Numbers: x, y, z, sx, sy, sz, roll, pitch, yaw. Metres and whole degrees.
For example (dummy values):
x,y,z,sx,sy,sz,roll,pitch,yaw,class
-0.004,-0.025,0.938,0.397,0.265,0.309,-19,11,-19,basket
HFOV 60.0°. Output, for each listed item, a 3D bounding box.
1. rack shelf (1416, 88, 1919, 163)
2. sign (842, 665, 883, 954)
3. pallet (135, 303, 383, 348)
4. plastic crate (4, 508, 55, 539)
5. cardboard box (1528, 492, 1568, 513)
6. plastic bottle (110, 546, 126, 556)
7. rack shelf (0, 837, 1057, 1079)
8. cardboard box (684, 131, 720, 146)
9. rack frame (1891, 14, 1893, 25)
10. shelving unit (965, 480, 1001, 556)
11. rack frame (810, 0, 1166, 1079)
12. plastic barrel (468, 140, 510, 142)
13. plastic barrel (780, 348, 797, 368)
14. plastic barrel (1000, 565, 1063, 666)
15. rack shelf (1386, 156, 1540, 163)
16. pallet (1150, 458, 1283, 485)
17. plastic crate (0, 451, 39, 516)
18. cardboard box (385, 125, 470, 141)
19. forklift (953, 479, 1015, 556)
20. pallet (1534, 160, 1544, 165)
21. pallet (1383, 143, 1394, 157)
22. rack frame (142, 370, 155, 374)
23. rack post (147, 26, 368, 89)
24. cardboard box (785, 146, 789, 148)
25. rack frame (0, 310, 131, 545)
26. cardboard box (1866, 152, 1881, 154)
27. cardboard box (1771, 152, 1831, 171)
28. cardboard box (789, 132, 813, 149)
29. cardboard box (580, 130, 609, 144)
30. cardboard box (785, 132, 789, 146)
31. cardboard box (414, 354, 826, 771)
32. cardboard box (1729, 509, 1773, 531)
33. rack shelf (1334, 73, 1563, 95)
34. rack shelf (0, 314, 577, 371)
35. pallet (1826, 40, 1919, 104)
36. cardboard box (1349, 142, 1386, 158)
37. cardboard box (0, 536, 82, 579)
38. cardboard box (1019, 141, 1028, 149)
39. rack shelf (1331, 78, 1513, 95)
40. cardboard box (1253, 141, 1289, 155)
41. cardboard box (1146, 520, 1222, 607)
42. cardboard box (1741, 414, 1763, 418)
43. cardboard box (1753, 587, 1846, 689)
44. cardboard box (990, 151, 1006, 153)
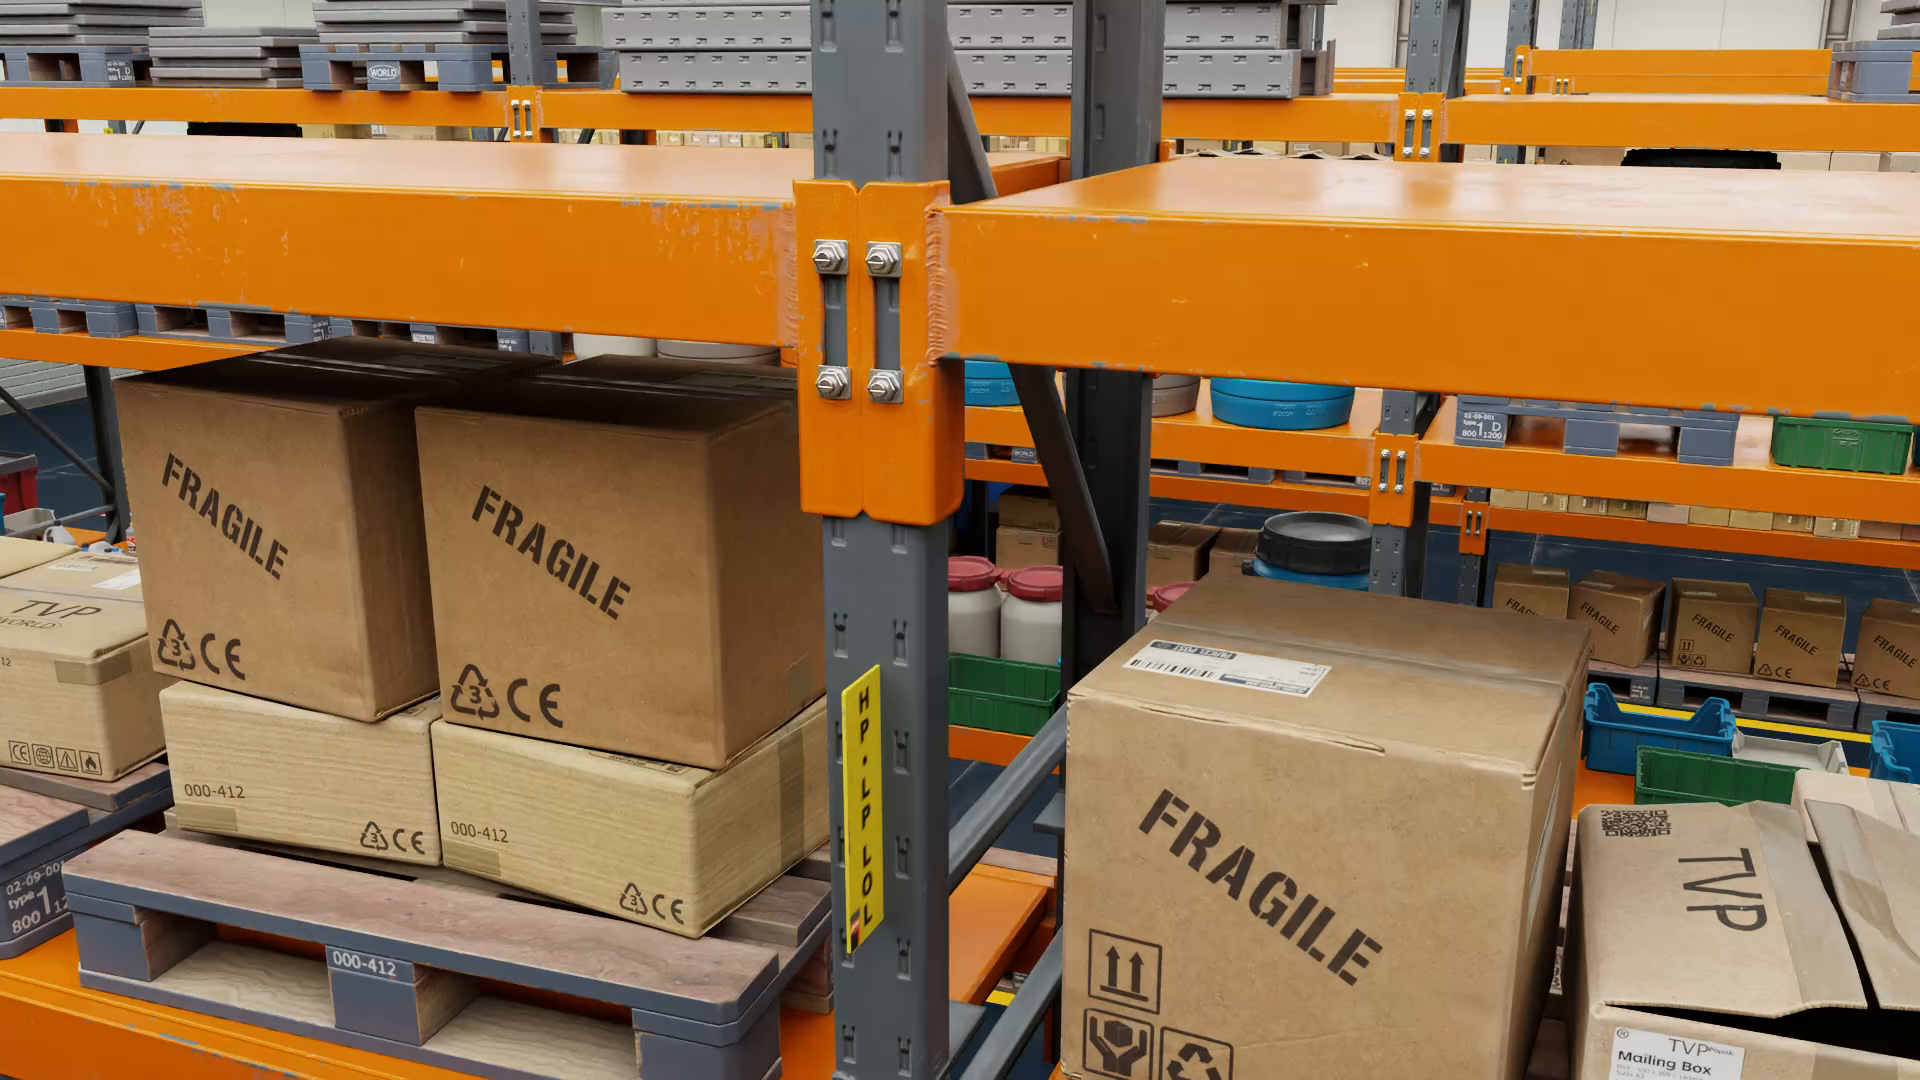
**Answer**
x,y,z,sx,sy,sz,roll,pitch,yaw,class
3.761,-1.413,5.986,4.000,0.370,1.077,6,17,21,rack shelf
-0.110,0.312,1.925,0.005,0.325,0.100,6,17,21,sign
-3.720,-1.273,9.212,1.213,0.211,1.003,6,17,21,pallet
-5.922,-0.080,10.510,0.243,0.136,0.396,6,17,21,plastic crate
4.036,-0.309,11.386,0.250,0.149,0.380,6,17,21,cardboard box
-4.812,0.171,9.510,0.097,0.271,0.097,0,16,0,plastic bottle
-1.781,0.710,3.334,4.000,0.370,1.077,6,17,21,rack shelf
-2.895,-4.511,18.684,0.250,0.149,0.380,7,18,23,cardboard box
12.893,-6.889,22.839,0.127,3.000,1.000,6,17,21,rack frame
0.293,-0.759,14.019,0.503,2.100,0.431,-2,15,11,shelving unit
0.080,-0.871,2.111,0.127,3.000,1.000,6,17,21,rack frame
-2.347,-1.591,8.446,0.708,0.830,0.600,6,17,21,plastic barrel
-0.528,-1.123,7.588,0.708,0.830,0.600,6,17,21,plastic barrel
0.409,0.430,8.143,0.433,0.535,0.433,0,16,0,plastic barrel
7.312,-5.717,25.471,4.000,0.370,1.077,6,17,21,rack shelf
1.854,-0.684,12.571,1.213,0.211,1.003,6,17,21,pallet
-6.280,-0.309,10.711,0.583,0.464,0.402,6,17,21,plastic crate
-4.596,-3.574,14.343,0.500,0.250,0.500,5,17,17,cardboard box
-0.268,-1.613,15.548,1.130,2.935,3.031,-6,17,-18,forklift
6.819,-4.570,20.570,1.003,0.211,1.213,6,17,21,pallet
7.157,-6.016,25.552,1.213,0.211,1.003,7,18,23,pallet
-7.445,-1.787,16.024,0.127,3.000,1.000,6,17,21,rack frame
-3.612,-2.560,8.824,0.954,0.300,0.937,8,18,27,rack post
-2.170,-4.374,18.927,0.500,0.250,0.500,7,18,22,cardboard box
-5.541,-0.093,10.190,0.127,3.000,1.000,6,17,21,rack frame
7.972,-3.429,14.389,0.250,0.149,0.380,6,17,21,cardboard box
7.395,-3.319,14.726,0.500,0.250,0.500,6,17,21,cardboard box
-1.498,-4.276,18.288,0.500,0.500,0.700,6,17,21,cardboard box
-4.142,-4.617,19.052,0.250,0.149,0.380,7,18,22,cardboard box
-1.992,-4.546,18.806,0.250,0.149,0.380,6,17,20,cardboard box
-0.479,0.006,2.639,0.500,0.500,0.500,7,17,21,cardboard box
5.208,-0.188,10.970,0.250,0.149,0.380,6,17,21,cardboard box
3.771,-4.383,16.215,4.000,0.370,1.077,6,17,21,rack shelf
-3.681,-0.983,9.167,4.000,0.370,1.077,6,17,21,rack shelf
3.817,-1.671,5.922,1.213,0.211,1.003,6,17,21,pallet
5.063,-4.880,21.114,0.637,0.503,0.797,6,17,21,cardboard box
-2.176,0.173,3.411,0.500,0.250,0.500,6,17,20,cardboard box
0.961,-5.257,22.265,0.250,0.166,0.380,5,17,17,cardboard box
1.858,-3.107,11.820,4.000,0.370,1.077,6,17,21,rack shelf
4.884,-6.184,26.061,0.500,0.250,0.500,6,17,19,cardboard box
1.678,0.194,12.896,0.500,0.500,0.700,8,18,25,cardboard box
4.974,-1.016,10.864,0.500,0.500,0.500,6,17,21,cardboard box
5.720,0.659,11.329,0.500,0.500,0.500,8,18,26,cardboard box
0.353,-3.825,17.487,0.500,0.500,0.500,6,17,21,cardboard box
